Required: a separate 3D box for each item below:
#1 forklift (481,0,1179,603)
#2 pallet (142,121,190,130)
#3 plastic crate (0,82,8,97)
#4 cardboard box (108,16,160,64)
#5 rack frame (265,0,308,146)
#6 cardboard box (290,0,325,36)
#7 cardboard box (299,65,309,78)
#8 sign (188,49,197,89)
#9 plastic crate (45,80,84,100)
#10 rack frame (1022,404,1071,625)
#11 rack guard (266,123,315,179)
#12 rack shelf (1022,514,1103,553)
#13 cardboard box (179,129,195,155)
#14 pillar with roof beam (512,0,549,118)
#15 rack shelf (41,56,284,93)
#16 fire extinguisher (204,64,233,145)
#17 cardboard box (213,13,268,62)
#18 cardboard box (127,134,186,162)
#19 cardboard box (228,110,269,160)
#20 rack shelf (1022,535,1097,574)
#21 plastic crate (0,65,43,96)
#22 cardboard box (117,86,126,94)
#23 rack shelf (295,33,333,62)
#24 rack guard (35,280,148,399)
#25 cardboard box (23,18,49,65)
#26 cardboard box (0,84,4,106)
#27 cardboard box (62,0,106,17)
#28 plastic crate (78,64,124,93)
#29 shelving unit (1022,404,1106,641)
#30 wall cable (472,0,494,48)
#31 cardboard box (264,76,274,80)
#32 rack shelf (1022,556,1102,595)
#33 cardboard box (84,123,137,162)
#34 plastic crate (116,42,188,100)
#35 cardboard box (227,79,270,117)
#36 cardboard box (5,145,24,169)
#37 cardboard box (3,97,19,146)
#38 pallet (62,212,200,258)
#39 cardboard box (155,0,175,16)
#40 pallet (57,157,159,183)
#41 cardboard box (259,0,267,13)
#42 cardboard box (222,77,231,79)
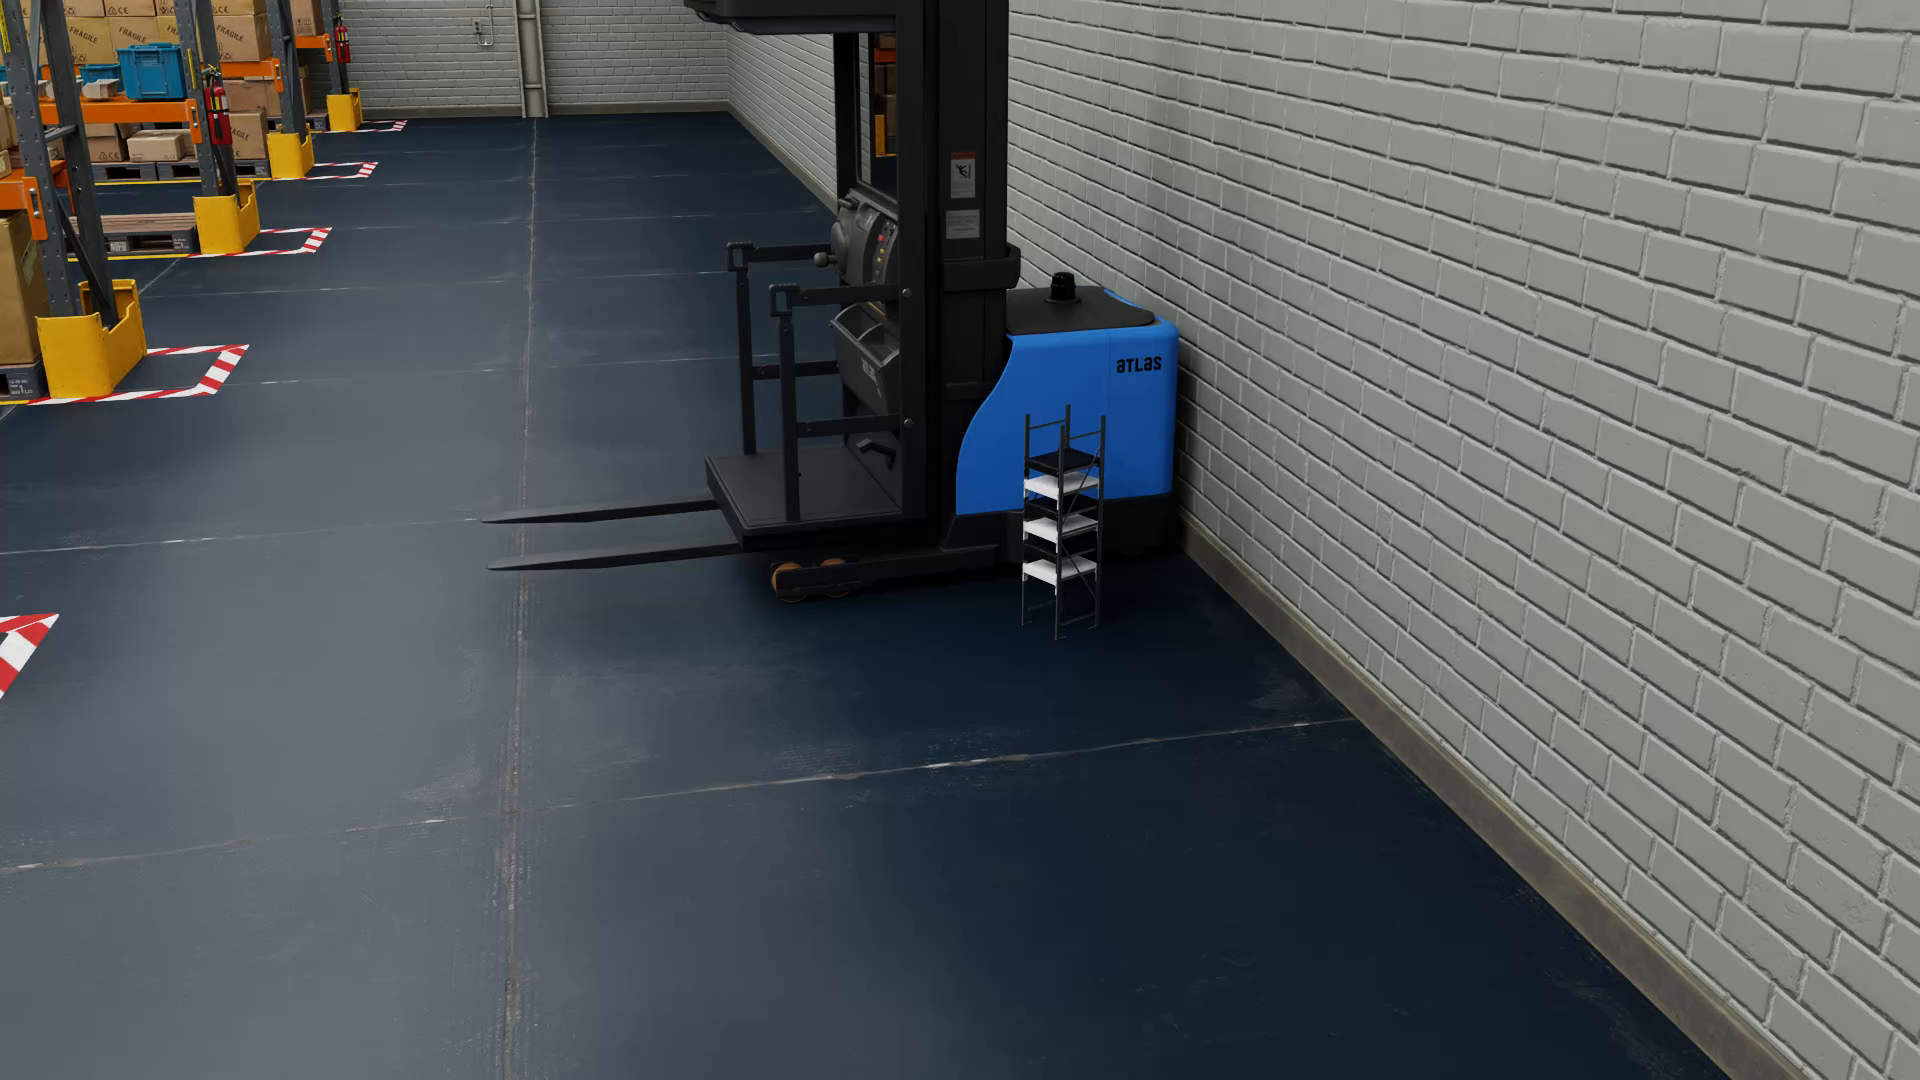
[{"bbox_3d":[-0.598,-1.313,7.136,3.031,2.935,1.130,-6,21,-16],"label":"forklift"},{"bbox_3d":[-10.926,-5.953,23.760,1.213,0.211,1.003,-5,21,-12],"label":"pallet"},{"bbox_3d":[-8.288,-3.833,14.212,0.250,0.136,0.298,-5,21,-12],"label":"plastic crate"},{"bbox_3d":[-9.202,-5.630,18.678,0.500,0.500,0.500,-4,21,-12],"label":"cardboard box"},{"bbox_3d":[-7.838,-5.790,19.259,0.127,3.000,1.000,-5,21,-12],"label":"rack frame"},{"bbox_3d":[-9.475,-7.545,23.614,0.700,0.700,0.980,-4,20,-10],"label":"cardboard box"},{"bbox_3d":[-9.564,-6.764,23.998,0.250,0.149,0.380,-5,21,-12],"label":"cardboard box"},{"bbox_3d":[-6.559,-4.025,14.205,0.005,0.325,0.100,-5,21,-12],"label":"sign"},{"bbox_3d":[-7.739,-3.892,14.376,0.243,0.136,0.396,-5,21,-12],"label":"plastic crate"},{"bbox_3d":[0.350,-0.097,6.770,0.240,0.900,0.006,-16,25,-37],"label":"rack frame"},{"bbox_3d":[-7.912,-4.610,19.673,0.348,0.500,1.175,-5,21,-12],"label":"rack guard"},{"bbox_3d":[0.414,-0.038,6.708,0.258,0.077,0.200,-16,25,-37],"label":"rack shelf"},{"bbox_3d":[-8.919,-4.718,19.690,0.500,0.250,0.500,-5,21,-12],"label":"cardboard box"},{"bbox_3d":[-5.562,-9.327,20.193,0.400,9.000,9.100,-5,21,-12],"label":"pillar with roof beam"},{"bbox_3d":[-9.784,-5.294,18.951,4.000,0.370,1.077,-5,21,-12],"label":"rack shelf"},{"bbox_3d":[-6.450,-3.780,14.427,0.183,0.674,0.296,-5,21,-12],"label":"fire extinguisher"},{"bbox_3d":[-8.211,-5.710,18.896,0.500,0.500,0.500,-4,20,-11],"label":"cardboard box"},{"bbox_3d":[-9.241,-4.515,19.136,0.500,0.250,0.500,-5,21,-12],"label":"cardboard box"},{"bbox_3d":[-8.310,-4.697,19.271,0.500,0.500,0.500,-5,21,-12],"label":"cardboard box"},{"bbox_3d":[0.414,0.046,6.739,0.258,0.077,0.200,-16,25,-37],"label":"rack shelf"},{"bbox_3d":[-8.299,-4.067,14.713,0.300,0.233,0.416,-5,21,-12],"label":"plastic crate"},{"bbox_3d":[-11.633,-6.218,23.452,0.500,0.500,0.700,-5,21,-13],"label":"cardboard box"},{"bbox_3d":[-10.927,-6.951,23.476,4.000,0.370,1.077,-5,21,-12],"label":"rack shelf"},{"bbox_3d":[-5.538,-1.302,10.641,0.348,0.500,1.175,-5,21,-12],"label":"rack guard"},{"bbox_3d":[-10.187,-5.550,18.458,0.500,0.500,0.500,-5,21,-13],"label":"cardboard box"},{"bbox_3d":[-5.975,-2.768,9.706,0.500,0.500,0.500,-4,21,-12],"label":"cardboard box"},{"bbox_3d":[-9.702,-6.055,18.385,0.500,0.500,0.500,-4,20,-11],"label":"cardboard box"},{"bbox_3d":[-7.658,-4.119,14.856,0.300,0.233,0.416,-5,21,-12],"label":"plastic crate"},{"bbox_3d":[0.414,-0.070,6.696,0.258,0.900,0.210,-16,25,-37],"label":"shelving unit"},{"bbox_3d":[-7.953,-8.343,24.751,1.851,1.984,0.084,-5,21,-12],"label":"wall cable"},{"bbox_3d":[-9.722,-6.616,23.594,0.250,0.149,0.380,-5,21,-13],"label":"cardboard box"},{"bbox_3d":[0.414,0.131,6.770,0.258,0.077,0.200,-16,25,-37],"label":"rack shelf"},{"bbox_3d":[-9.903,-4.658,19.159,0.637,0.503,0.797,-5,21,-12],"label":"cardboard box"},{"bbox_3d":[-6.984,-4.087,14.472,0.499,0.435,0.616,-5,21,-12],"label":"plastic crate"},{"bbox_3d":[-10.126,-6.342,23.792,0.500,0.500,0.700,-5,21,-13],"label":"cardboard box"},{"bbox_3d":[-5.983,-2.438,10.474,0.250,0.149,0.380,-4,21,-12],"label":"cardboard box"},{"bbox_3d":[-6.091,-2.595,10.324,0.500,0.250,0.500,-5,21,-14],"label":"cardboard box"},{"bbox_3d":[-7.513,-2.770,15.069,1.213,0.211,1.003,-5,21,-12],"label":"pallet"},{"bbox_3d":[-8.699,-6.139,18.612,0.500,0.500,0.500,-4,21,-11],"label":"cardboard box"},{"bbox_3d":[-9.872,-4.315,19.289,1.213,0.211,1.003,-5,21,-12],"label":"pallet"},{"bbox_3d":[-8.330,-6.359,19.215,0.500,0.500,0.500,-4,20,-11],"label":"cardboard box"},{"bbox_3d":[-10.548,-6.683,23.779,0.250,0.149,0.380,-4,21,-12],"label":"cardboard box"}]
